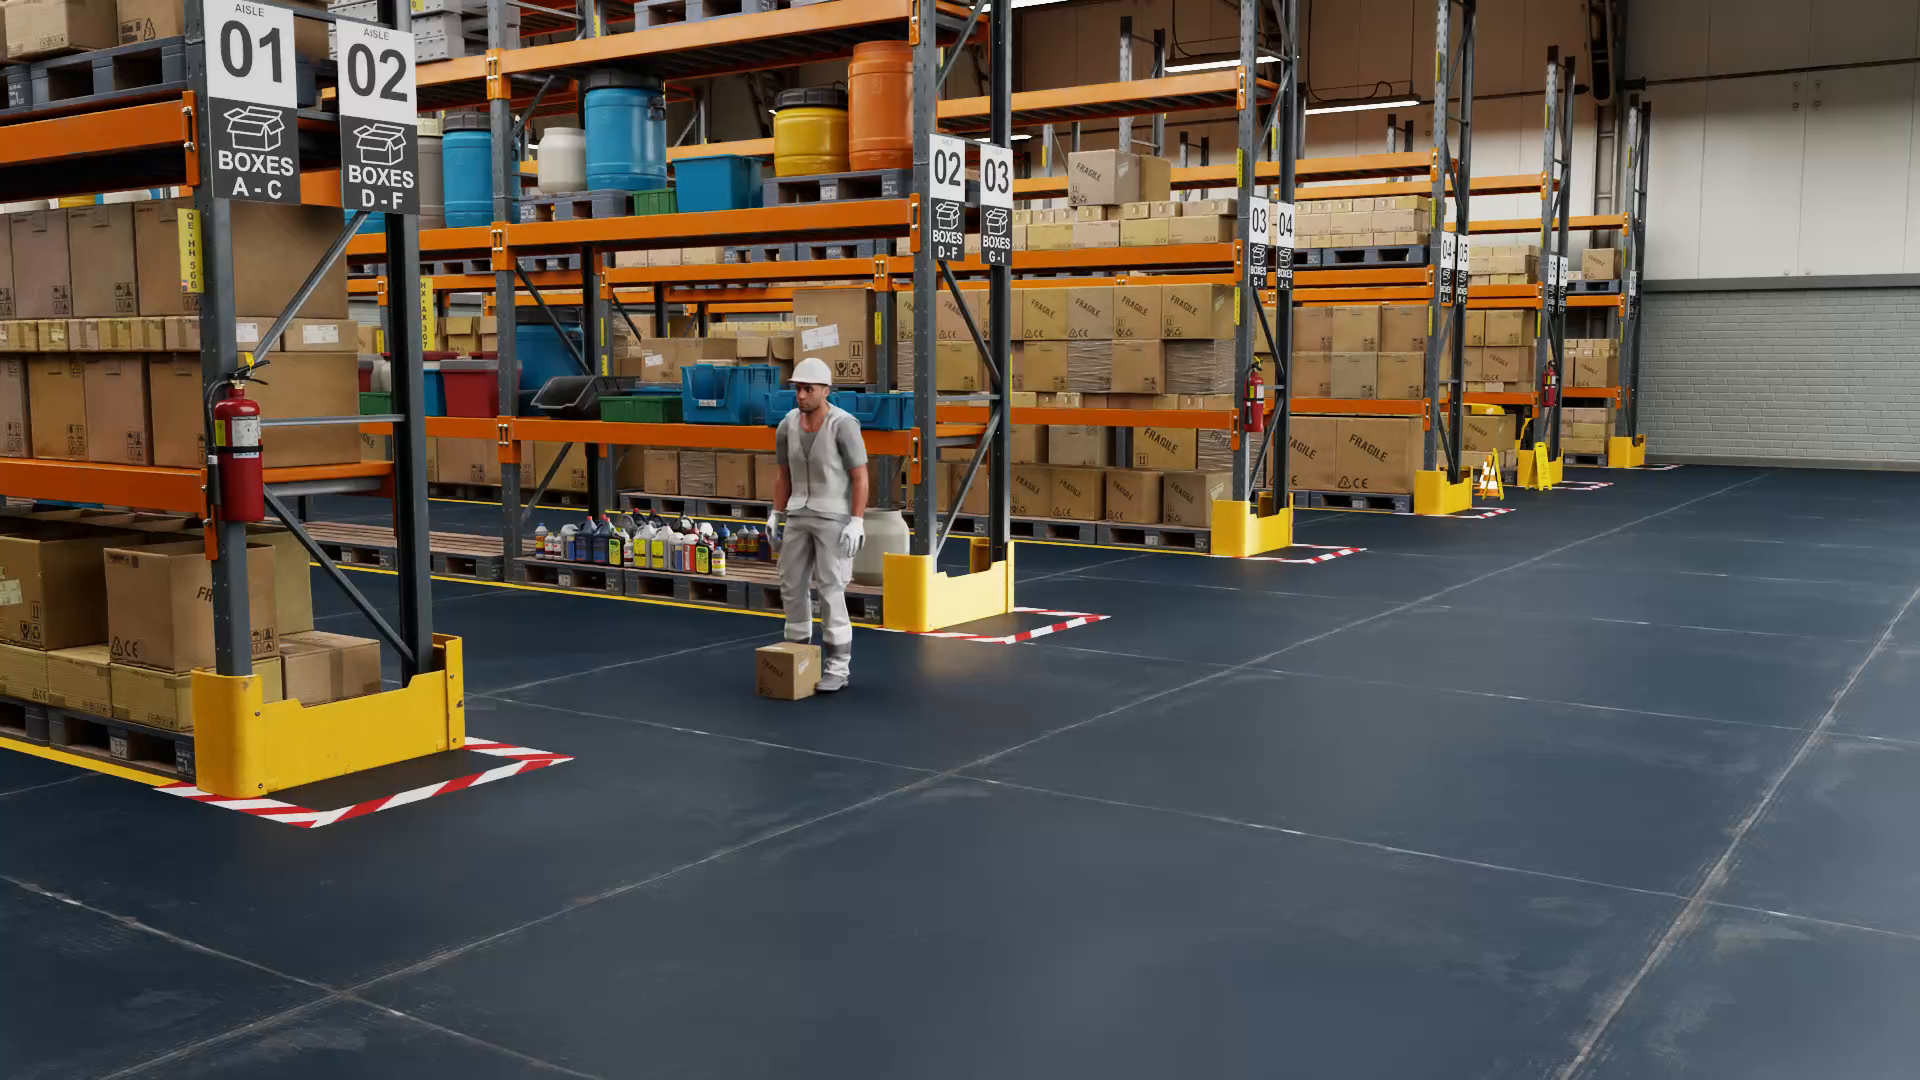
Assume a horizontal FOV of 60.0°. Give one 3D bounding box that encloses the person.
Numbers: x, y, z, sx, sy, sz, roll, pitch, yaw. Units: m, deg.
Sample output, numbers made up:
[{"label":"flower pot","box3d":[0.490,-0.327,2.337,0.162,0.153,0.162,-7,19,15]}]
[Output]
[{"label":"person","box3d":[-0.772,-0.084,8.923,0.619,1.780,0.447,4,7,30]}]
